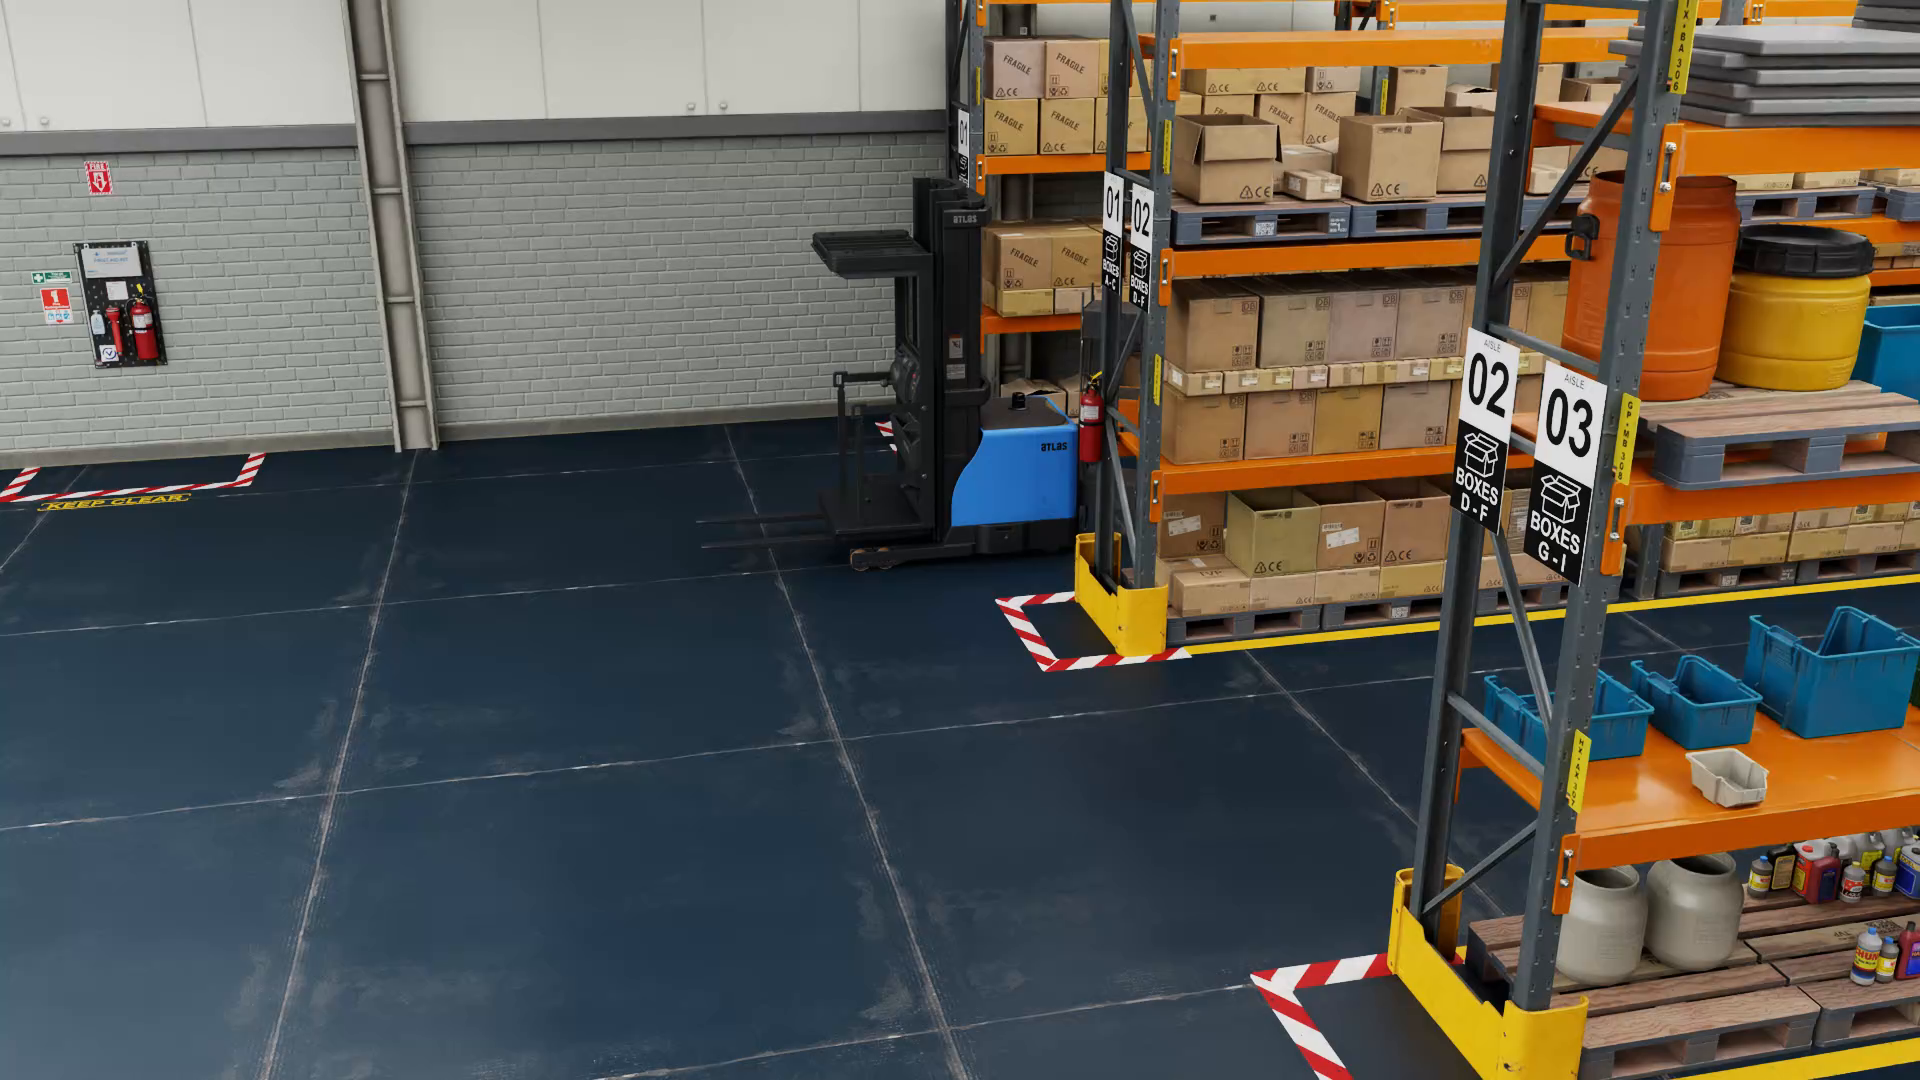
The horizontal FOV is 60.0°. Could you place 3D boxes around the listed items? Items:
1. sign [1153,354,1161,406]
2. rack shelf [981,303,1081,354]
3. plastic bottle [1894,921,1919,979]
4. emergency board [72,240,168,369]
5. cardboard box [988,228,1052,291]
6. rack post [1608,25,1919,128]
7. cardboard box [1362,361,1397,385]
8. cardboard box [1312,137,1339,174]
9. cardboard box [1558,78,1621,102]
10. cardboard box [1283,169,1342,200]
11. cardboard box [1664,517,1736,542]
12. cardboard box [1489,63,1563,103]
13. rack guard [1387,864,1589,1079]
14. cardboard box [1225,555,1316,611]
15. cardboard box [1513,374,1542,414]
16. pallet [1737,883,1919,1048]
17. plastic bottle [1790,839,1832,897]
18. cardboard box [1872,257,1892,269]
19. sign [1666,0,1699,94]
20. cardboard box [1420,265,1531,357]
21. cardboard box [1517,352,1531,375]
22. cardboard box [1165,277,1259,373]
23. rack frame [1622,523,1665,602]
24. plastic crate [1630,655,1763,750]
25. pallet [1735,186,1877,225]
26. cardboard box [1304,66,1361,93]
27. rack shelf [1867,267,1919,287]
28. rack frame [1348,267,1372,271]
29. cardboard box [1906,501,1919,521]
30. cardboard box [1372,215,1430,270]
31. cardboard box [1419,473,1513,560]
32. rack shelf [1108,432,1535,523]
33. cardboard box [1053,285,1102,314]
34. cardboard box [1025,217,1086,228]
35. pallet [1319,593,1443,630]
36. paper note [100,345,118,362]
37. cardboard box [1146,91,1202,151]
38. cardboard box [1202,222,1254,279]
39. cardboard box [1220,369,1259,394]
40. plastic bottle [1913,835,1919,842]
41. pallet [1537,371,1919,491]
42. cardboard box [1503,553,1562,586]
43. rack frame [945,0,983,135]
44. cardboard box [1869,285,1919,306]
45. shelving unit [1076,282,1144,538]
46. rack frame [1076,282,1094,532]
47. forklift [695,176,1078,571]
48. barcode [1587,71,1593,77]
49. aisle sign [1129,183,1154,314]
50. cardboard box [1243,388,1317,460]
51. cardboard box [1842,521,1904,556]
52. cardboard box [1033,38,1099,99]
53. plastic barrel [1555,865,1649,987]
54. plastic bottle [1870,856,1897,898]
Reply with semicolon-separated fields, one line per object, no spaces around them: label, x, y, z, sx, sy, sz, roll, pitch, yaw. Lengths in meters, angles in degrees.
sign;1.301;-1.056;10.963;0.005;0.325;0.100;-5;21;-12
rack shelf;1.982;-2.277;16.716;4.000;0.370;1.077;-5;21;-12
plastic bottle;4.376;1.877;7.638;0.133;0.283;0.061;-4;21;-12
emergency board;-7.735;-2.144;15.306;0.643;1.169;0.194;-5;21;-12
cardboard box;0.569;-2.685;15.882;0.500;0.500;0.500;-5;21;-12
rack post;3.080;-1.740;6.209;0.954;0.300;0.937;-2;20;-7
cardboard box;2.863;-1.212;11.674;0.250;0.149;0.380;-5;21;-13
cardboard box;2.780;-2.652;11.647;0.500;0.311;0.500;-2;20;-6
cardboard box;6.538;-4.485;17.156;0.637;0.503;0.797;-2;20;-5
cardboard box;2.364;-2.386;11.159;0.250;0.149;0.380;-5;21;-12
cardboard box;5.531;-0.234;12.665;0.500;0.311;0.500;-5;21;-12
cardboard box;5.679;-4.540;16.731;0.500;0.500;0.500;-5;21;-14
rack guard;2.378;2.011;7.597;0.348;0.500;1.175;-5;21;-12
cardboard box;2.238;0.286;12.059;0.500;0.250;0.500;-5;21;-12
cardboard box;4.129;-1.081;12.260;0.500;0.500;0.700;-5;21;-13
pallet;4.355;1.989;8.077;1.213;0.211;1.003;-5;21;-12
plastic bottle;4.253;1.629;8.327;0.135;0.276;0.152;-4;21;-12
cardboard box;9.942;-3.073;18.180;0.250;0.149;0.380;-4;20;-11
sign;2.437;-1.675;5.608;0.005;0.325;0.100;-5;21;-12
cardboard box;3.662;-1.655;11.939;0.500;0.500;0.700;-5;21;-12
cardboard box;3.865;-1.294;11.897;0.250;0.149;0.380;-5;21;-13
cardboard box;1.688;-1.492;11.495;0.500;0.500;0.700;-5;21;-12
rack frame;5.071;-1.115;12.499;0.127;3.000;1.000;-5;21;-12
plastic crate;3.366;0.740;7.650;0.408;0.251;0.499;-5;21;-12
pallet;5.927;-2.508;12.218;1.217;0.209;0.805;-5;21;-15
cardboard box;3.503;-4.577;15.960;0.500;0.500;0.500;-6;21;-17
rack shelf;9.767;-2.910;18.445;4.000;0.370;1.077;-5;21;-12
rack frame;3.928;-2.773;17.025;0.127;3.000;1.000;-5;21;-12
cardboard box;7.515;-0.395;13.104;0.500;0.311;0.500;-5;21;-13
cardboard box;4.431;-3.056;17.011;0.500;0.500;0.700;-5;21;-12
cardboard box;3.695;-0.187;12.262;0.500;0.500;0.500;-5;21;-12
rack shelf;3.125;-0.619;12.190;4.000;0.370;1.077;-5;21;-12
cardboard box;1.085;-2.374;16.123;0.500;0.250;0.500;-5;21;-14
cardboard box;0.937;-2.893;16.449;0.500;0.500;0.500;-4;21;-12
pallet;3.098;0.341;12.578;1.213;0.211;1.003;-5;21;-12
paper note;-7.923;-1.739;15.483;0.142;0.148;0.016;-5;21;-12
cardboard box;1.970;-3.987;15.802;0.500;0.500;0.500;-3;20;-9
cardboard box;2.562;-2.846;16.321;0.500;0.500;0.500;-5;21;-14
cardboard box;1.867;-1.131;11.453;0.250;0.149;0.380;-5;21;-14
plastic bottle;4.862;1.605;8.502;0.097;0.201;0.097;0;20;0
pallet;3.143;-0.493;6.713;1.213;0.211;1.003;-5;21;-12
cardboard box;4.182;0.125;12.501;0.500;0.250;0.500;-5;21;-12
rack frame;0.035;-5.274;15.128;0.127;3.000;1.000;-5;21;-12
cardboard box;10.246;-2.428;18.597;0.750;0.750;0.750;-4;20;-11
shelving unit;1.248;-0.993;13.469;0.503;2.100;0.431;6;21;15
rack frame;1.014;-1.017;13.534;0.015;2.100;0.400;6;21;15
forklift;-0.616;-1.331;13.186;3.031;2.935;1.130;-4;21;-11
barcode;6.628;-4.903;17.488;0.075;0.075;0.001;-5;21;-12
aisle sign;1.185;-1.912;10.893;0.004;0.787;0.394;-5;21;-12
cardboard box;2.146;-0.922;11.824;0.500;0.500;0.700;-4;21;-11
cardboard box;7.017;-0.092;13.093;0.500;0.250;0.500;-4;21;-11
cardboard box;0.966;-4.363;15.375;0.500;0.500;0.500;-5;21;-13
plastic barrel;2.938;1.753;7.675;0.421;0.512;0.421;0;20;0
plastic bottle;4.619;1.676;8.308;0.097;0.201;0.097;0;20;0
